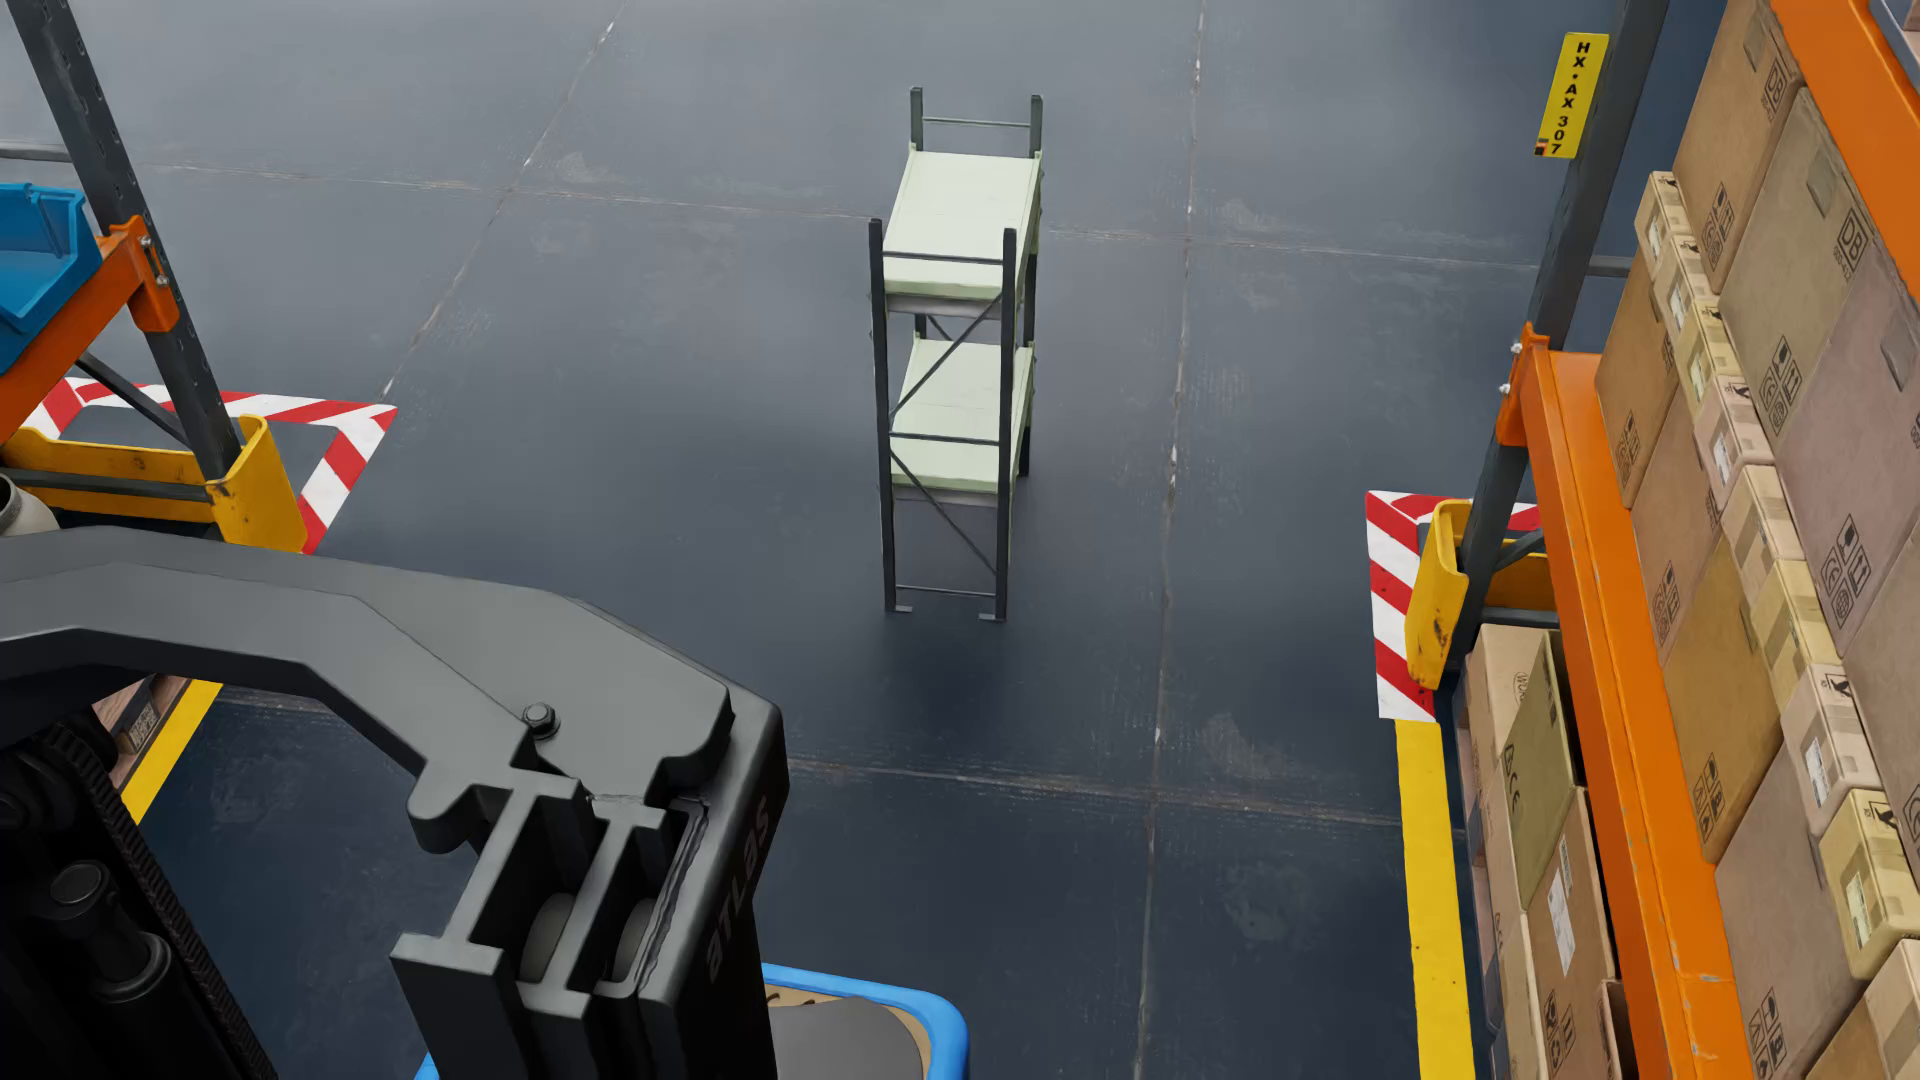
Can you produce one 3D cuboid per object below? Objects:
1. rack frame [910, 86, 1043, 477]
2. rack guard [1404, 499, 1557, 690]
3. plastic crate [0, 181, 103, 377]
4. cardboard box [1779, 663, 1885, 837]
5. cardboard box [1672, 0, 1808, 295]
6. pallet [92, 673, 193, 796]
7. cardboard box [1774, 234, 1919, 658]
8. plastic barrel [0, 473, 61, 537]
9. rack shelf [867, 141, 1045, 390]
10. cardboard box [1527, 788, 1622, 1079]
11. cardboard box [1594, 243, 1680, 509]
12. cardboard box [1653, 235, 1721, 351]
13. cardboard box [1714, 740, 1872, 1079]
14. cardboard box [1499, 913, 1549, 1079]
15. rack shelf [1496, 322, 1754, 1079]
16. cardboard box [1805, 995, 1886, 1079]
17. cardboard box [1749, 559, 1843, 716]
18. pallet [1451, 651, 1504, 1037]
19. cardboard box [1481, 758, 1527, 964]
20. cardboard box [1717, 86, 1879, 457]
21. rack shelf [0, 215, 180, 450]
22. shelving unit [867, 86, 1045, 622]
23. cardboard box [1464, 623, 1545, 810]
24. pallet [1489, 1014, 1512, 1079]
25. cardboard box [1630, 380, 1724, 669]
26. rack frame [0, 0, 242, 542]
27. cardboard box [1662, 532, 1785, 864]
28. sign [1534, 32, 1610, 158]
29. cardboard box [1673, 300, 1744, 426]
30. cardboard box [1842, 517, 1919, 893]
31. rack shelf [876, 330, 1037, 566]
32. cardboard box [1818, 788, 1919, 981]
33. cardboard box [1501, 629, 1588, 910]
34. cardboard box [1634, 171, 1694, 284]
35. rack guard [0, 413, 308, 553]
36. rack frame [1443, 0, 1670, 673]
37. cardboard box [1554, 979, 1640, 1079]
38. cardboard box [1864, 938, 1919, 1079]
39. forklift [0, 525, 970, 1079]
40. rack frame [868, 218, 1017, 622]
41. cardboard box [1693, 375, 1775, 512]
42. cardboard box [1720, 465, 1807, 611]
[{"bbox_3d":[0.049,-0.799,5.503,0.400,1.500,0.023,5,44,6],"label":"rack frame"},{"bbox_3d":[2.025,0.220,5.154,1.175,0.500,0.348,5,44,6],"label":"rack guard"},{"bbox_3d":[-2.657,-0.701,4.417,0.499,0.251,0.616,5,44,6],"label":"plastic crate"},{"bbox_3d":[1.552,0.353,2.652,0.380,0.149,0.250,6,44,6],"label":"cardboard box"},{"bbox_3d":[1.940,-0.825,3.424,0.700,0.500,0.500,5,44,6],"label":"cardboard box"},{"bbox_3d":[-2.964,0.498,5.070,1.003,0.211,1.213,5,44,6],"label":"pallet"},{"bbox_3d":[1.810,-0.123,2.682,0.700,0.500,0.500,5,44,6],"label":"cardboard box"},{"bbox_3d":[-2.899,0.083,4.985,0.421,0.512,0.421,0,43,0],"label":"plastic barrel"},{"bbox_3d":[0.001,-0.833,4.971,0.431,0.370,0.720,5,44,6],"label":"rack shelf"},{"bbox_3d":[1.613,0.931,3.734,0.500,0.500,0.500,5,44,6],"label":"cardboard box"},{"bbox_3d":[1.947,-0.390,3.908,0.700,0.500,0.500,5,44,6],"label":"cardboard box"},{"bbox_3d":[1.724,-0.515,3.568,0.380,0.149,0.250,4,44,4],"label":"cardboard box"},{"bbox_3d":[1.745,0.665,2.793,0.700,0.500,0.500,6,44,7],"label":"cardboard box"},{"bbox_3d":[1.601,1.202,3.993,0.500,0.250,0.500,5,44,6],"label":"cardboard box"},{"bbox_3d":[1.757,0.953,3.085,1.077,0.370,4.000,5,44,6],"label":"rack shelf"},{"bbox_3d":[1.679,1.014,2.425,0.700,0.500,0.500,6,44,6],"label":"cardboard box"},{"bbox_3d":[1.588,0.183,2.831,0.380,0.149,0.250,5,44,5],"label":"cardboard box"},{"bbox_3d":[1.962,0.867,4.681,1.003,0.211,1.213,5,44,6],"label":"pallet"},{"bbox_3d":[1.668,0.861,4.353,0.500,0.250,0.500,5,44,6],"label":"cardboard box"},{"bbox_3d":[1.876,-0.466,3.045,0.700,0.500,0.500,4,44,4],"label":"cardboard box"},{"bbox_3d":[-3.152,0.501,3.563,1.077,0.370,4.000,5,44,6],"label":"rack shelf"},{"bbox_3d":[0.001,-0.549,5.239,0.431,1.500,0.755,5,44,6],"label":"shelving unit"},{"bbox_3d":[1.730,0.520,4.713,0.500,0.250,0.500,5,44,6],"label":"cardboard box"},{"bbox_3d":[1.798,1.696,3.806,1.003,0.211,1.213,5,44,6],"label":"pallet"},{"bbox_3d":[1.883,-0.032,3.529,0.700,0.500,0.500,6,44,7],"label":"cardboard box"},{"bbox_3d":[-2.888,-1.124,4.755,1.000,3.000,0.127,5,44,6],"label":"rack frame"},{"bbox_3d":[1.811,0.306,3.173,0.700,0.500,0.500,6,44,6],"label":"cardboard box"},{"bbox_3d":[1.472,-1.069,4.010,0.100,0.325,0.005,5,44,6],"label":"sign"},{"bbox_3d":[1.690,-0.345,3.388,0.380,0.149,0.250,5,44,6],"label":"cardboard box"},{"bbox_3d":[1.744,0.219,2.321,0.700,0.500,0.500,5,44,6],"label":"cardboard box"},{"bbox_3d":[0.001,-0.312,5.463,0.431,0.370,0.720,5,44,6],"label":"rack shelf"},{"bbox_3d":[1.518,0.532,2.462,0.380,0.149,0.250,7,44,7],"label":"cardboard box"},{"bbox_3d":[1.666,0.589,4.095,0.500,0.500,0.500,5,44,6],"label":"cardboard box"},{"bbox_3d":[1.756,-0.695,3.758,0.380,0.149,0.250,5,44,5],"label":"cardboard box"},{"bbox_3d":[-2.851,-0.160,5.555,1.175,0.500,0.348,5,44,6],"label":"rack guard"},{"bbox_3d":[2.022,-0.671,4.277,1.000,3.000,0.127,5,44,6],"label":"rack frame"},{"bbox_3d":[1.529,1.270,3.376,0.500,0.500,0.500,5,44,6],"label":"cardboard box"},{"bbox_3d":[1.486,0.713,2.271,0.380,0.149,0.250,6,44,7],"label":"cardboard box"},{"bbox_3d":[-0.760,1.542,1.990,1.130,2.935,3.031,8,44,8],"label":"forklift"},{"bbox_3d":[-0.048,-0.300,4.976,0.400,1.500,0.023,5,44,6],"label":"rack frame"},{"bbox_3d":[1.654,-0.173,3.207,0.380,0.149,0.250,5,44,5],"label":"cardboard box"},{"bbox_3d":[1.621,0.009,3.015,0.380,0.149,0.250,4,44,4],"label":"cardboard box"}]
